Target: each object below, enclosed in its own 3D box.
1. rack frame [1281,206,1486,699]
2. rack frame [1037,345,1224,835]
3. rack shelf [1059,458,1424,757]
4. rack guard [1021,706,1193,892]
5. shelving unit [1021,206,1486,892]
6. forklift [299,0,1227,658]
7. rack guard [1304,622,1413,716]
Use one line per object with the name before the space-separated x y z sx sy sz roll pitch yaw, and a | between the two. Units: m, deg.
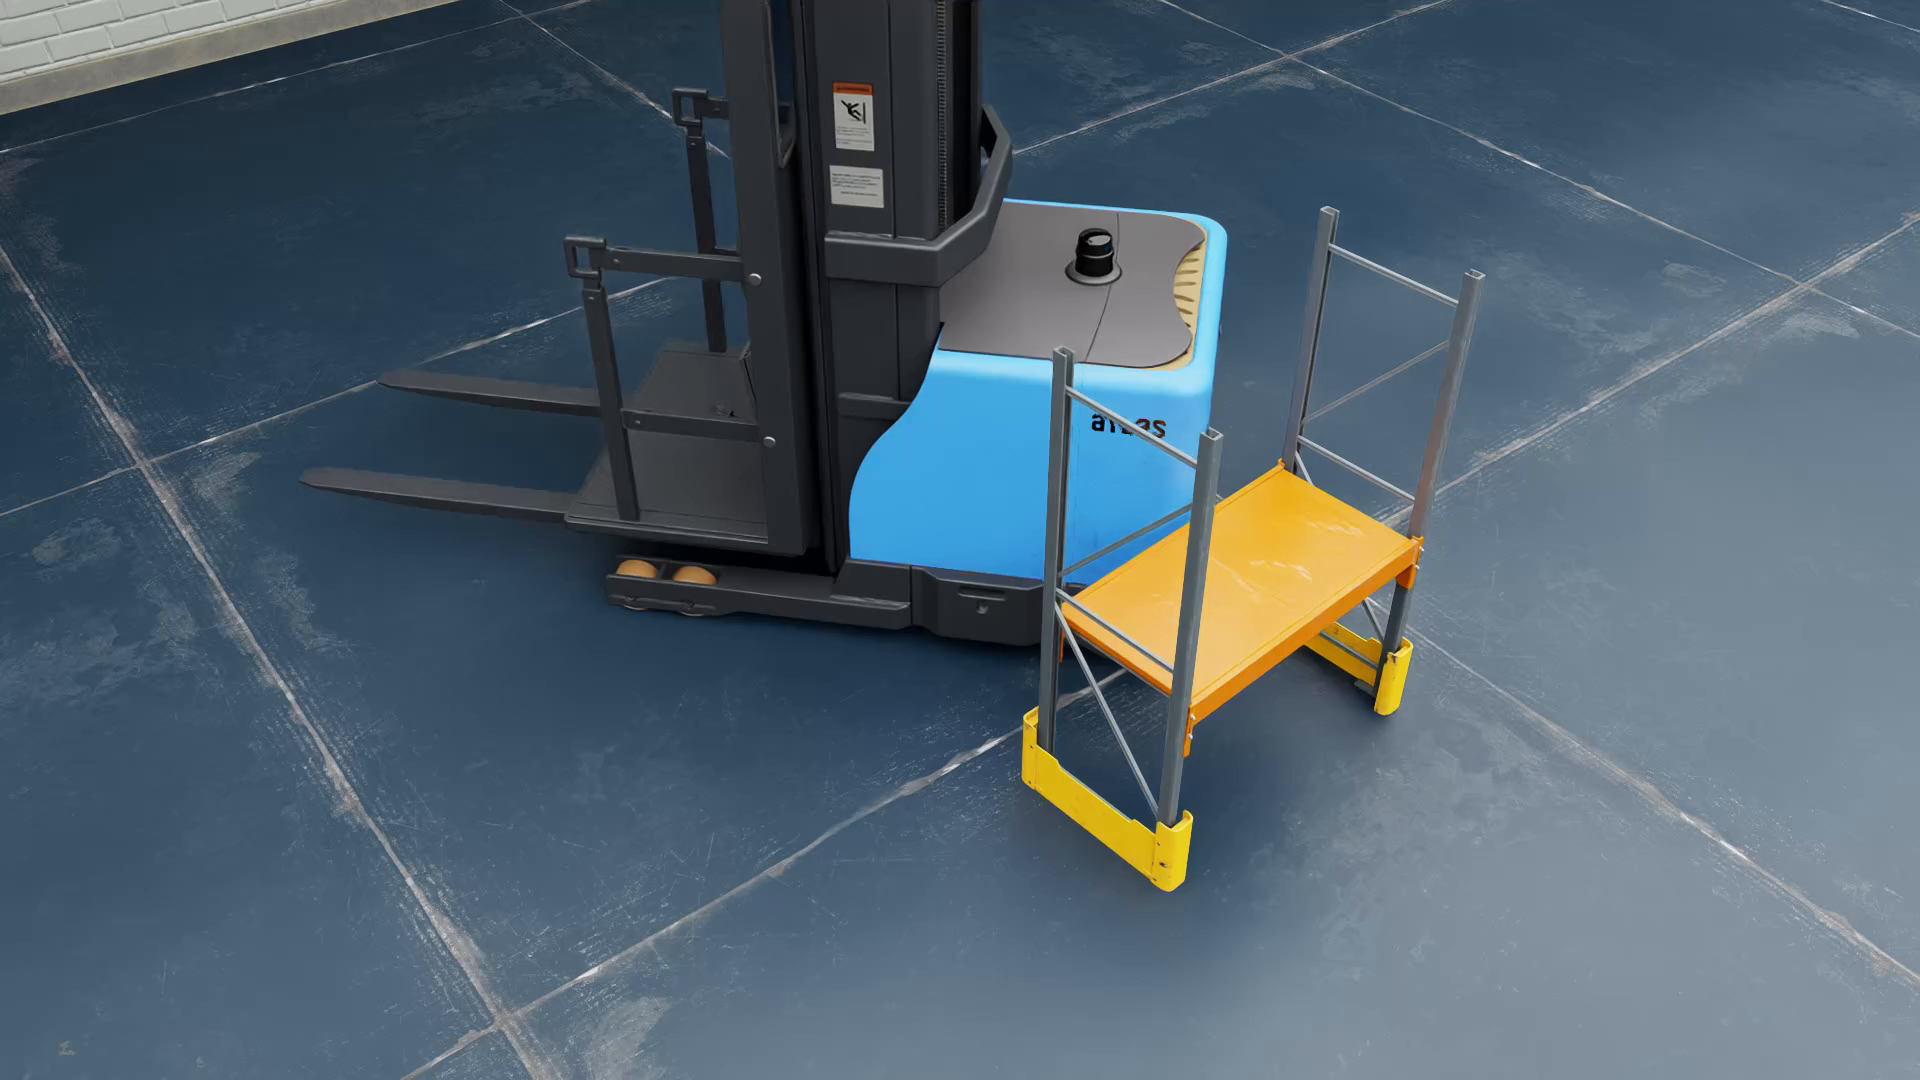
rack frame | 1.148 -0.199 4.810 0.032 1.500 0.500 -30 48 -32
rack frame | 0.401 0.239 4.276 0.032 1.500 0.500 -30 48 -32
rack shelf | 0.774 0.159 4.657 1.000 0.185 0.538 -30 48 -32
rack guard | 0.402 0.722 4.673 0.087 0.250 0.587 -30 48 -32
shelving unit | 0.768 0.024 4.538 1.083 1.500 0.587 -30 48 -32
forklift | -0.699 -1.205 4.908 3.031 2.935 1.130 6 40 8
rack guard | 1.133 0.293 5.196 0.087 0.250 0.587 -30 48 -32
